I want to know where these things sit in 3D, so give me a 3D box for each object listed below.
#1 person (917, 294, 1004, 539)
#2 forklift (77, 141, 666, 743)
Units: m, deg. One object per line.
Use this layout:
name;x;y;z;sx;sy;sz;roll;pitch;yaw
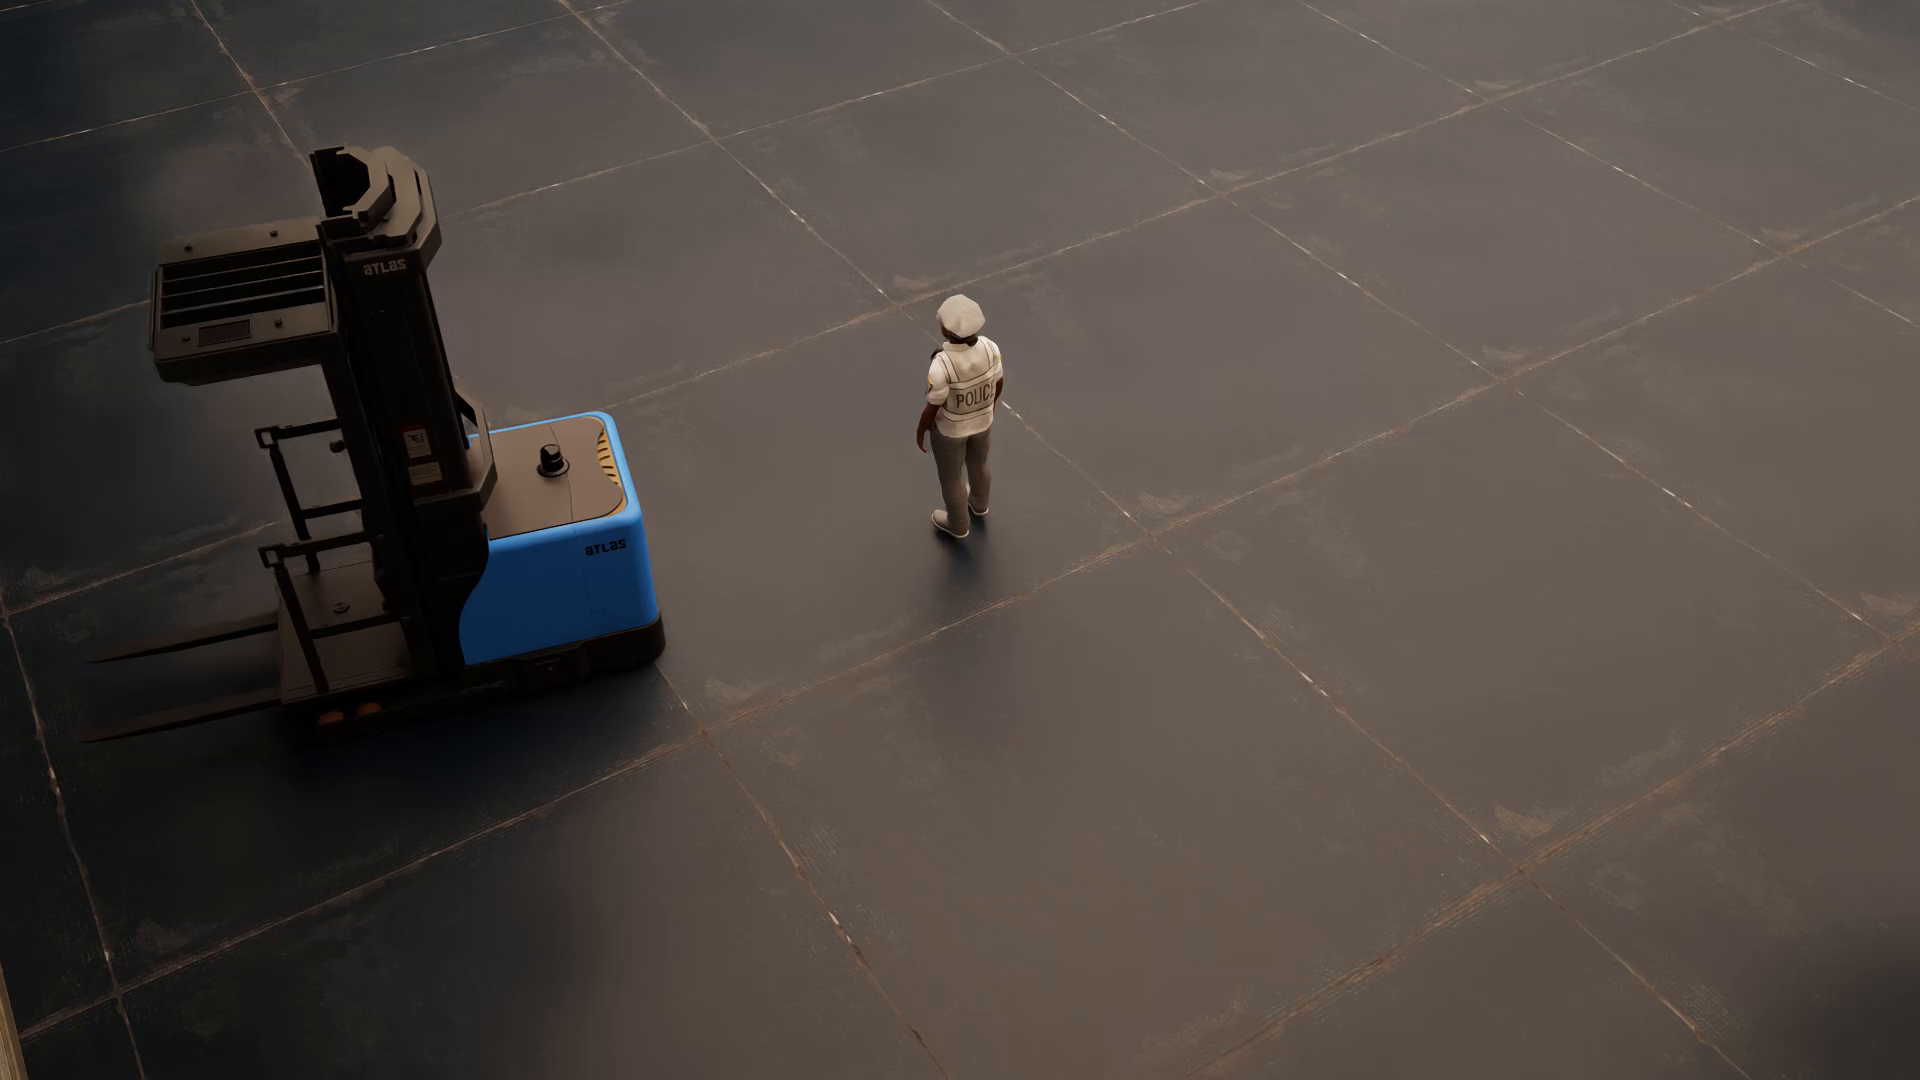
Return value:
person;-0.023;-0.722;9.565;0.570;1.695;0.529;-23;46;-24
forklift;-3.224;-0.422;8.353;3.031;2.935;1.130;-13;43;-14
